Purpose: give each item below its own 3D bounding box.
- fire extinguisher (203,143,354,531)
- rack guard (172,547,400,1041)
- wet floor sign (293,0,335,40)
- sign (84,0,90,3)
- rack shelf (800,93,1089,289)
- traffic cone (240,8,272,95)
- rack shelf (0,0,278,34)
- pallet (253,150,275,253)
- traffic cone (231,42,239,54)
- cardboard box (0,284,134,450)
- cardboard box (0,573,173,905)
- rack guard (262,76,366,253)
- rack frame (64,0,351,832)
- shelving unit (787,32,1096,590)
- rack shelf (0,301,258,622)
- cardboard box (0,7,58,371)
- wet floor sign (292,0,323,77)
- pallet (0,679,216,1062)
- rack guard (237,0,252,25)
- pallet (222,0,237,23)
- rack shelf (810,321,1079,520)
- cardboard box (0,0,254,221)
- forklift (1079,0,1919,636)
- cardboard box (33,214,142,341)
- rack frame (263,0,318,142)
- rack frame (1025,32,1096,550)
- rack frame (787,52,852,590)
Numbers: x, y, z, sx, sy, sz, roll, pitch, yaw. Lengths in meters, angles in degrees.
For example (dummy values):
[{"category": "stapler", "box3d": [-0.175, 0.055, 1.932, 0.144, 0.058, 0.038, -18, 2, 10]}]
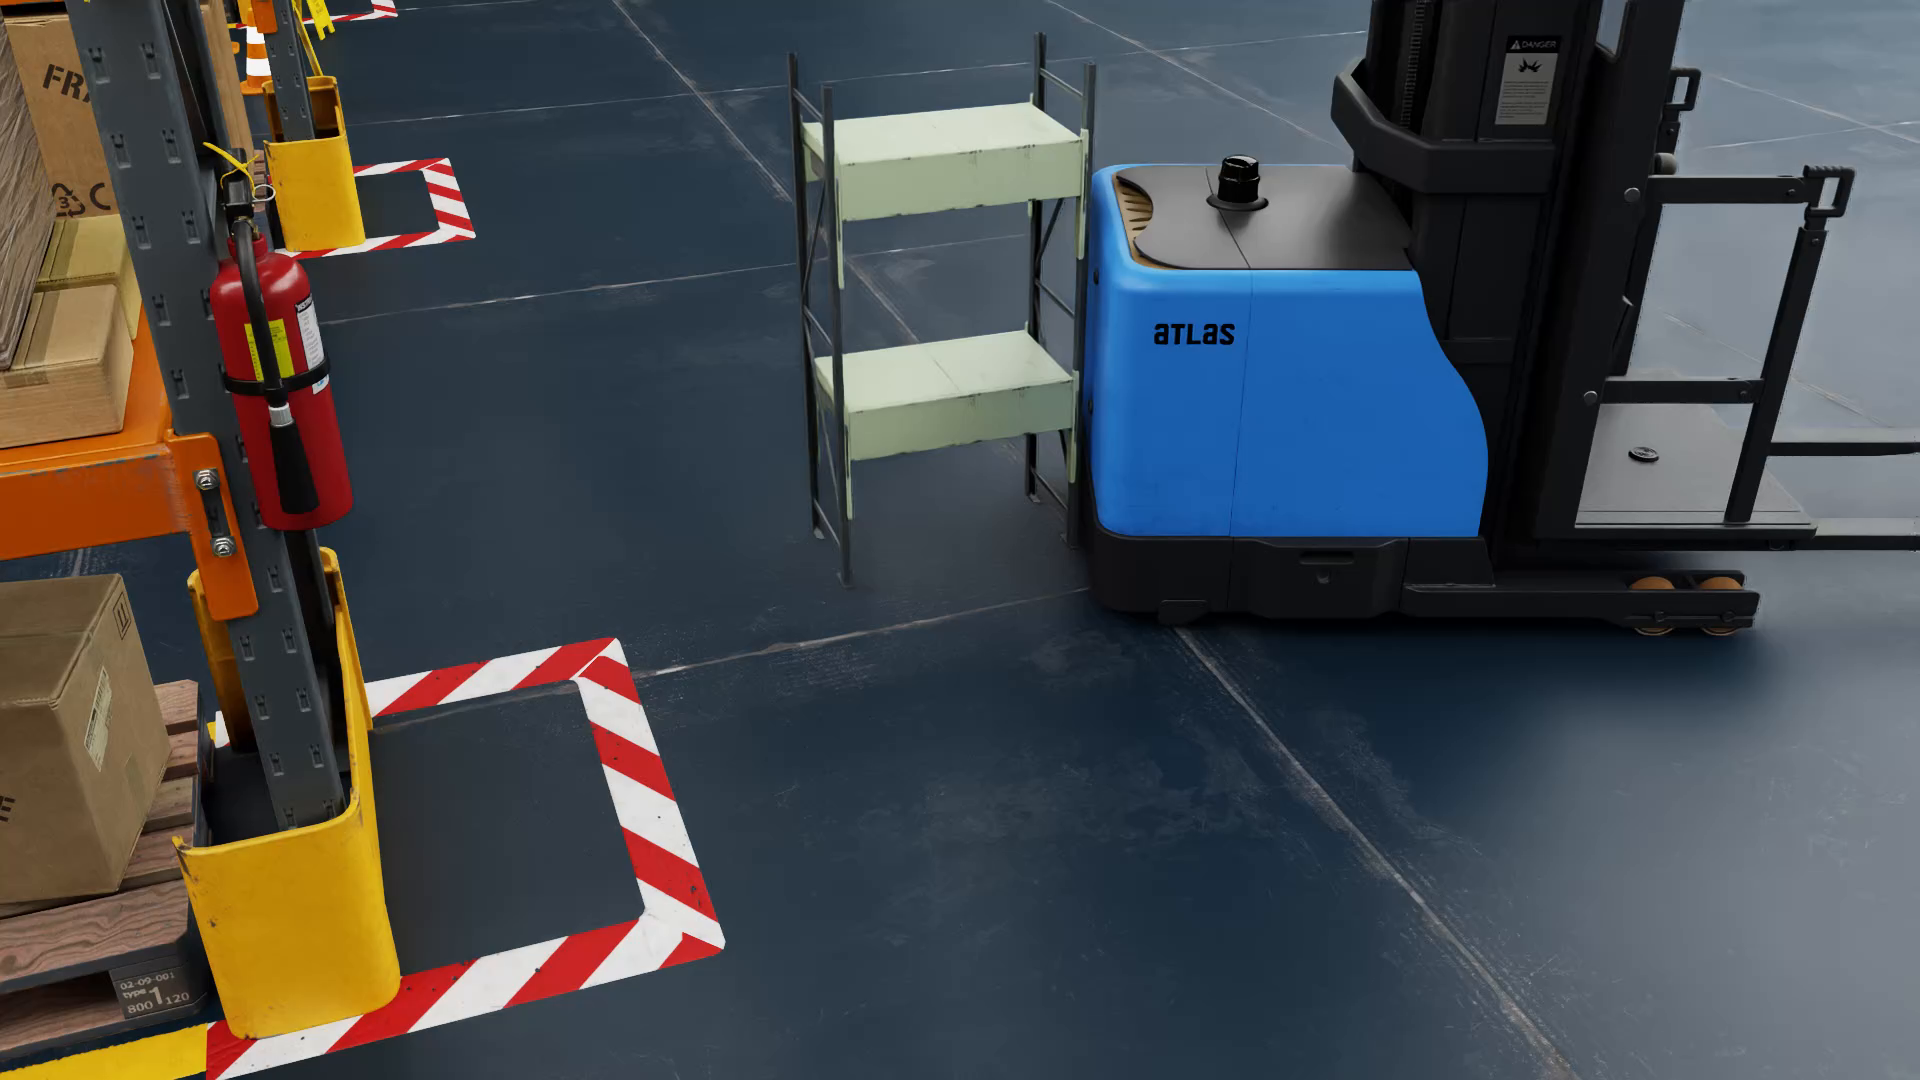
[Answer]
[{"category": "fire extinguisher", "box3d": [-1.208, -0.346, 2.906, 0.183, 0.674, 0.296, -10, 31, -18]}, {"category": "rack guard", "box3d": [-1.547, 0.525, 3.823, 0.348, 0.500, 1.175, -10, 31, -18]}, {"category": "wet floor sign", "box3d": [-4.380, -3.685, 11.066, 0.232, 0.644, 0.267, 0, 30, 0]}, {"category": "sign", "box3d": [-1.301, -0.953, 2.404, 0.005, 0.325, 0.100, -10, 31, -18]}, {"category": "rack shelf", "box3d": [-0.055, -0.996, 4.695, 0.720, 0.370, 0.431, -10, 31, -16]}, {"category": "traffic cone", "box3d": [-4.179, -2.940, 9.944, 0.334, 0.463, 0.336, -10, 31, -18]}, {"category": "rack shelf", "box3d": [-4.985, -2.235, 6.869, 4.000, 0.370, 1.077, -10, 31, -18]}, {"category": "pallet", "box3d": [-3.832, -1.507, 7.681, 1.213, 0.211, 1.003, -10, 31, -18]}, {"category": "traffic cone", "box3d": [-4.884, -3.397, 10.745, 0.334, 0.463, 0.336, -10, 31, -18]}, {"category": "cardboard box", "box3d": [-1.671, -0.320, 3.035, 0.250, 0.149, 0.380, -10, 31, -18]}, {"category": "cardboard box", "box3d": [-2.067, 0.430, 3.566, 0.500, 0.500, 0.500, -5, 30, -8]}, {"category": "rack guard", "box3d": [-3.088, -1.811, 7.923, 0.348, 0.500, 1.175, -10, 31, -18]}, {"category": "rack frame", "box3d": [-1.476, -0.574, 3.227, 0.127, 3.000, 1.000, -10, 31, -18]}, {"category": "shelving unit", "box3d": [-0.055, -0.657, 4.888, 0.755, 1.500, 0.431, -10, 31, -16]}, {"category": "rack shelf", "box3d": [-3.350, 0.084, 2.799, 4.000, 0.370, 1.077, -10, 31, -18]}, {"category": "cardboard box", "box3d": [-2.001, -0.664, 2.984, 0.500, 0.500, 0.875, -10, 31, -18]}, {"category": "wet floor sign", "box3d": [-3.774, -2.793, 9.501, 0.232, 0.644, 0.267, -16, 33, -26]}, {"category": "pallet", "box3d": [-2.320, 0.775, 3.677, 1.213, 0.211, 1.003, -10, 31, -18]}, {"category": "rack guard", "box3d": [-5.002, -4.072, 11.893, 0.348, 0.500, 1.175, -10, 31, -18]}, {"category": "pallet", "box3d": [-5.776, -3.823, 11.747, 1.213, 0.211, 1.003, -10, 31, -18]}, {"category": "rack shelf", "box3d": [-0.055, -0.374, 5.049, 0.720, 0.370, 0.431, -10, 31, -16]}, {"category": "cardboard box", "box3d": [-3.723, -2.004, 7.460, 0.875, 0.875, 0.875, -10, 31, -17]}, {"category": "forklift", "box3d": [1.897, -1.263, 4.507, 3.031, 2.935, 1.130, 0, 30, 0]}, {"category": "cardboard box", "box3d": [-1.826, -0.526, 3.397, 0.250, 0.149, 0.380, -10, 31, -18]}, {"category": "rack frame", "box3d": [-3.110, -2.893, 7.297, 0.127, 3.000, 1.000, -10, 31, -18]}, {"category": "rack frame", "box3d": [0.291, -0.716, 4.992, 0.023, 1.500, 0.400, -10, 31, -16]}, {"category": "rack frame", "box3d": [-0.401, -0.598, 4.784, 0.023, 1.500, 0.400, -10, 31, -16]}]
